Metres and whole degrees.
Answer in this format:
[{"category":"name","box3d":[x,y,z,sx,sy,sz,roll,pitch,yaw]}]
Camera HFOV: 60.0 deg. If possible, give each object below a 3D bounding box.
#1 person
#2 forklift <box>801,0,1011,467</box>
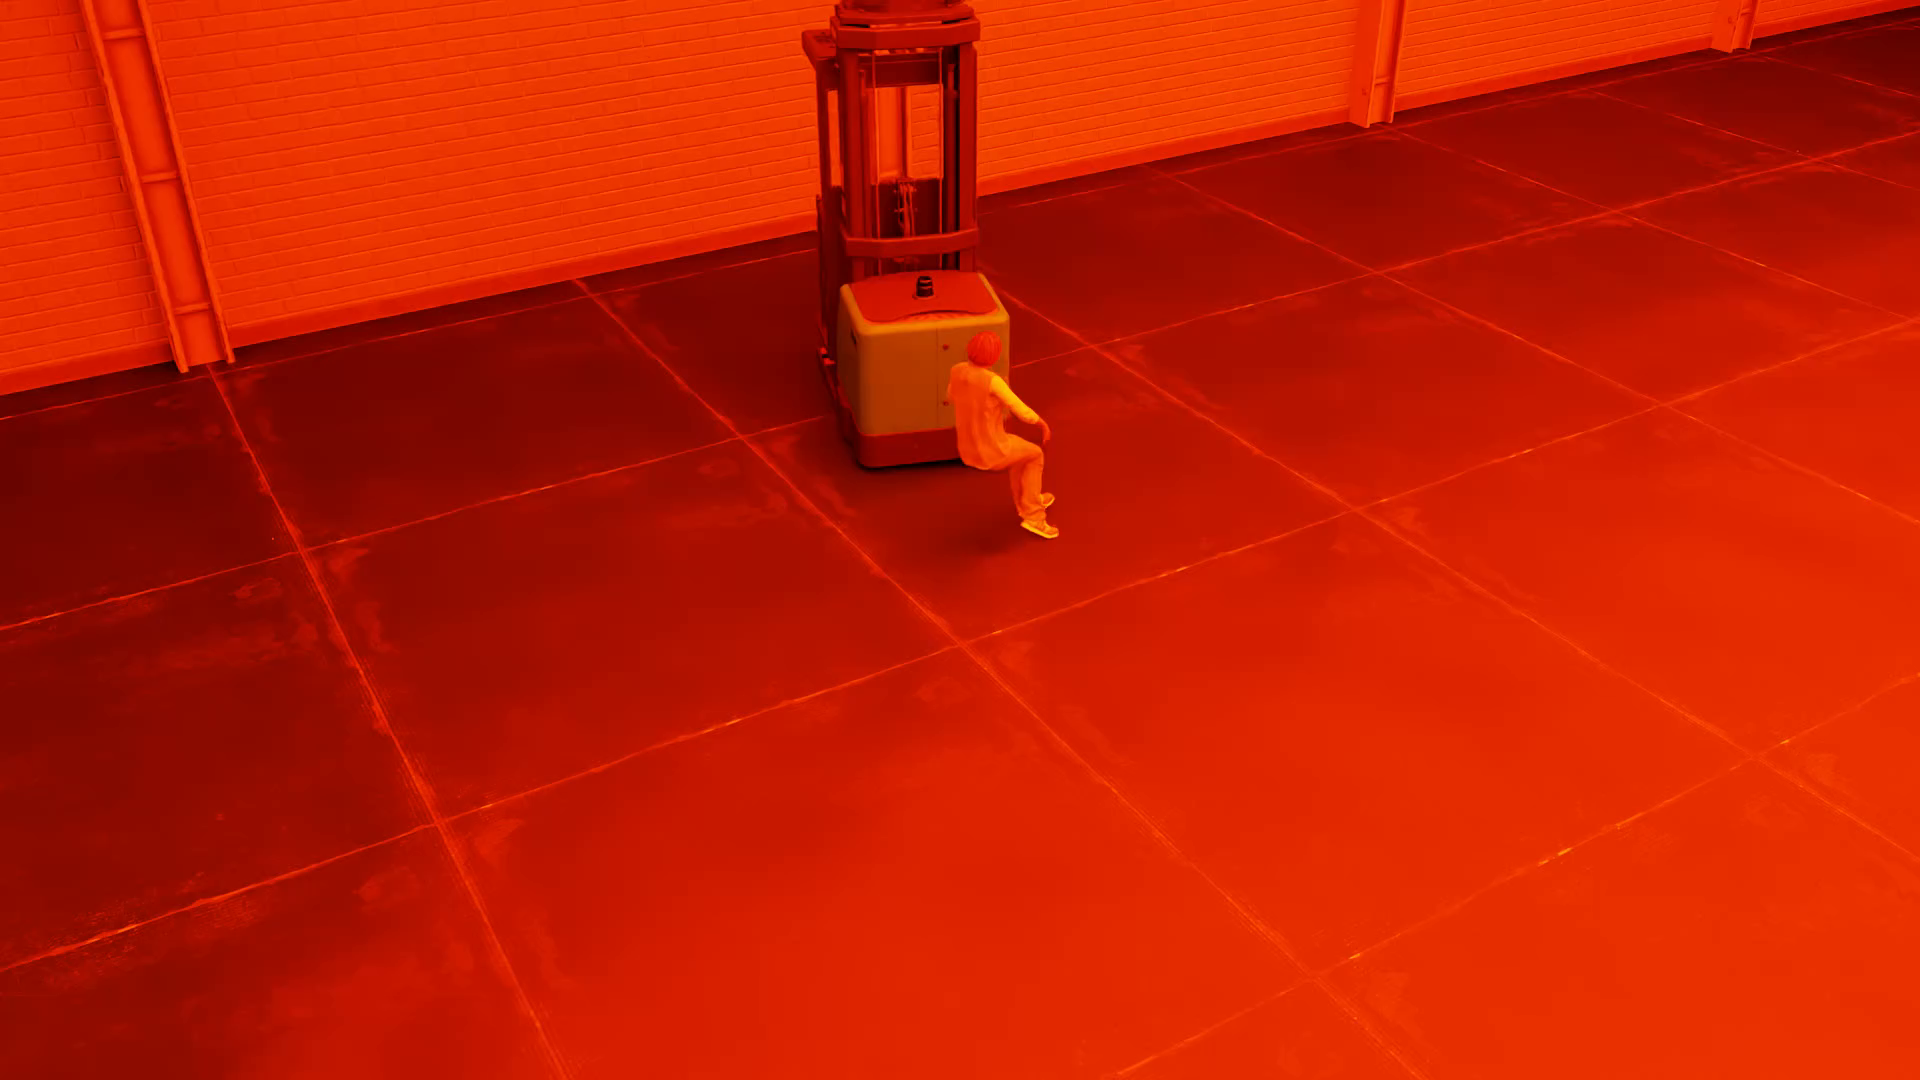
[{"category":"person","box3d":[0.296,-0.693,10.288,0.689,1.395,0.760,23,38,33]},{"category":"forklift","box3d":[-0.479,-2.491,11.807,1.130,2.935,3.031,-7,32,-11]}]
